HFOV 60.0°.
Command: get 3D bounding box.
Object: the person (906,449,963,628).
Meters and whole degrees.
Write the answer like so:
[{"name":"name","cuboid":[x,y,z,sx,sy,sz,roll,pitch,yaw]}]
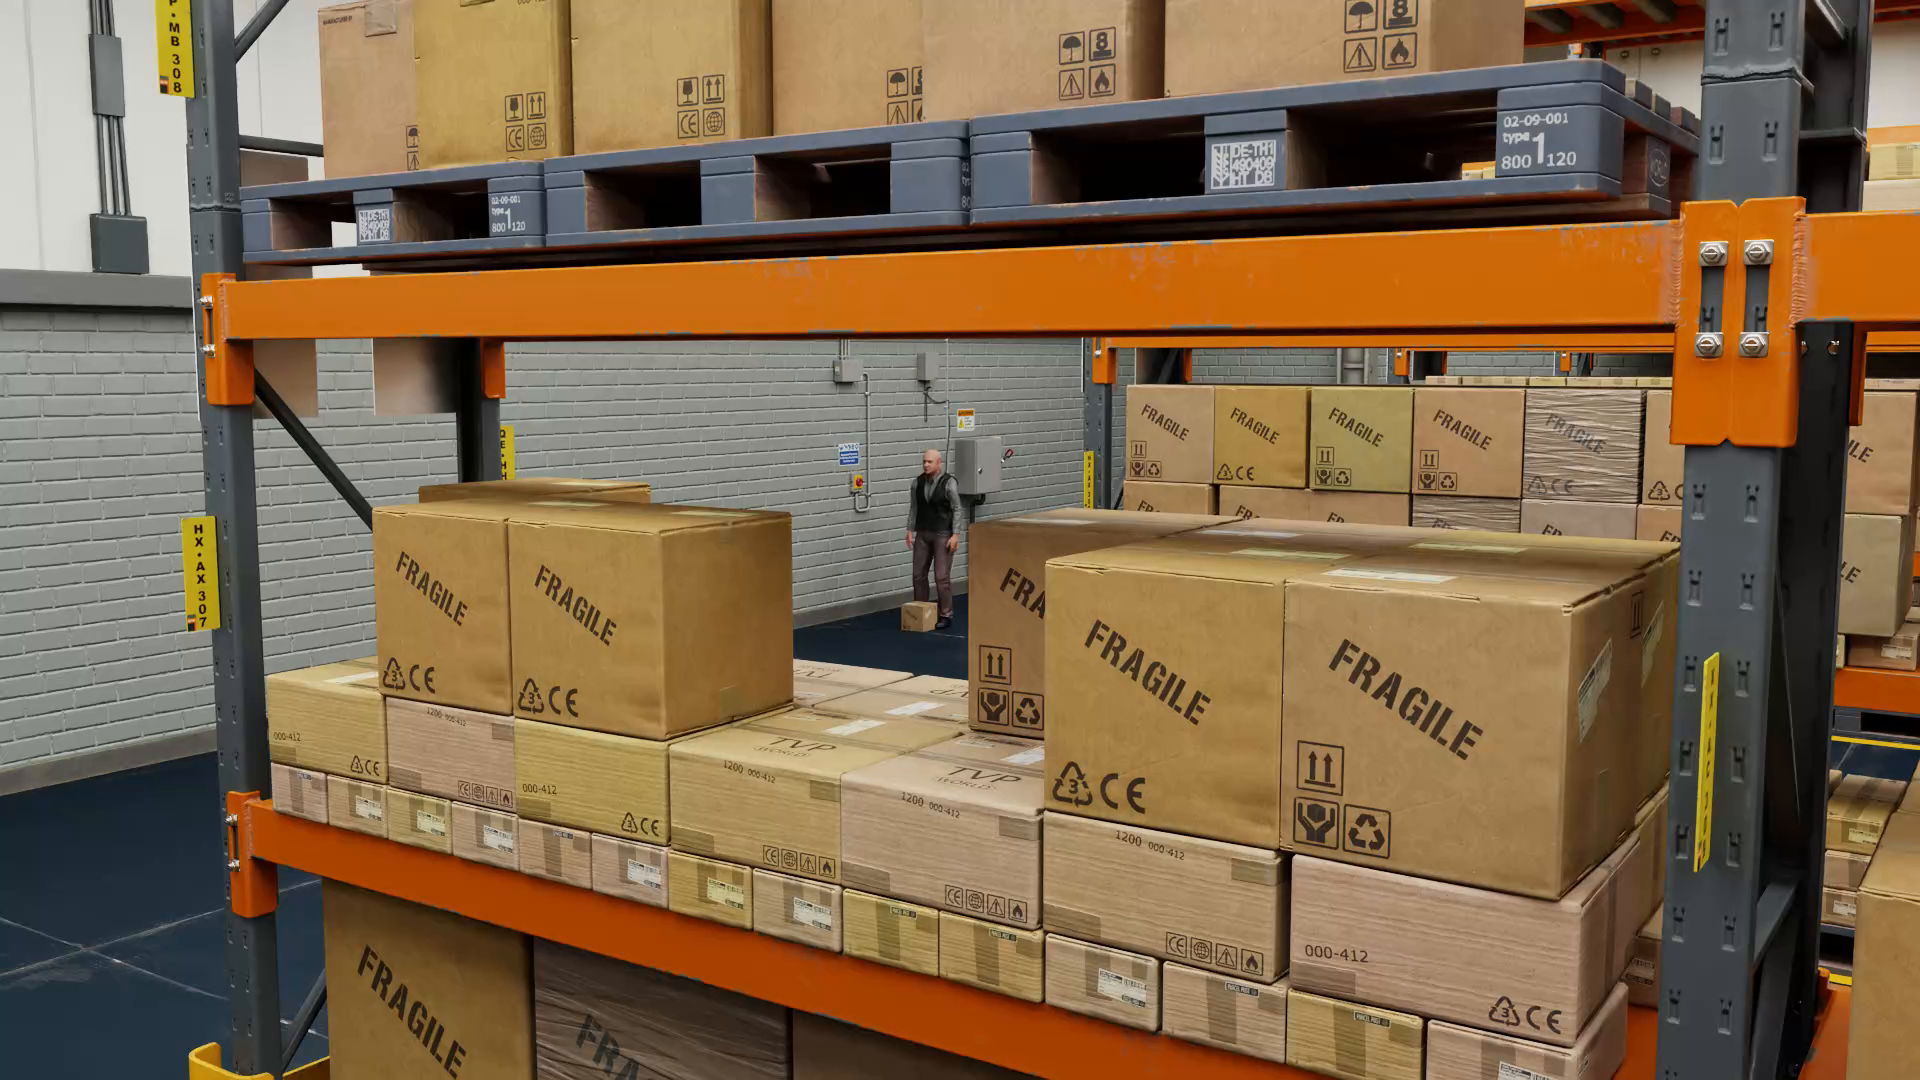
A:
[{"name":"person","cuboid":[-0.239,-0.023,16.092,0.588,1.721,0.411,4,7,32]}]
